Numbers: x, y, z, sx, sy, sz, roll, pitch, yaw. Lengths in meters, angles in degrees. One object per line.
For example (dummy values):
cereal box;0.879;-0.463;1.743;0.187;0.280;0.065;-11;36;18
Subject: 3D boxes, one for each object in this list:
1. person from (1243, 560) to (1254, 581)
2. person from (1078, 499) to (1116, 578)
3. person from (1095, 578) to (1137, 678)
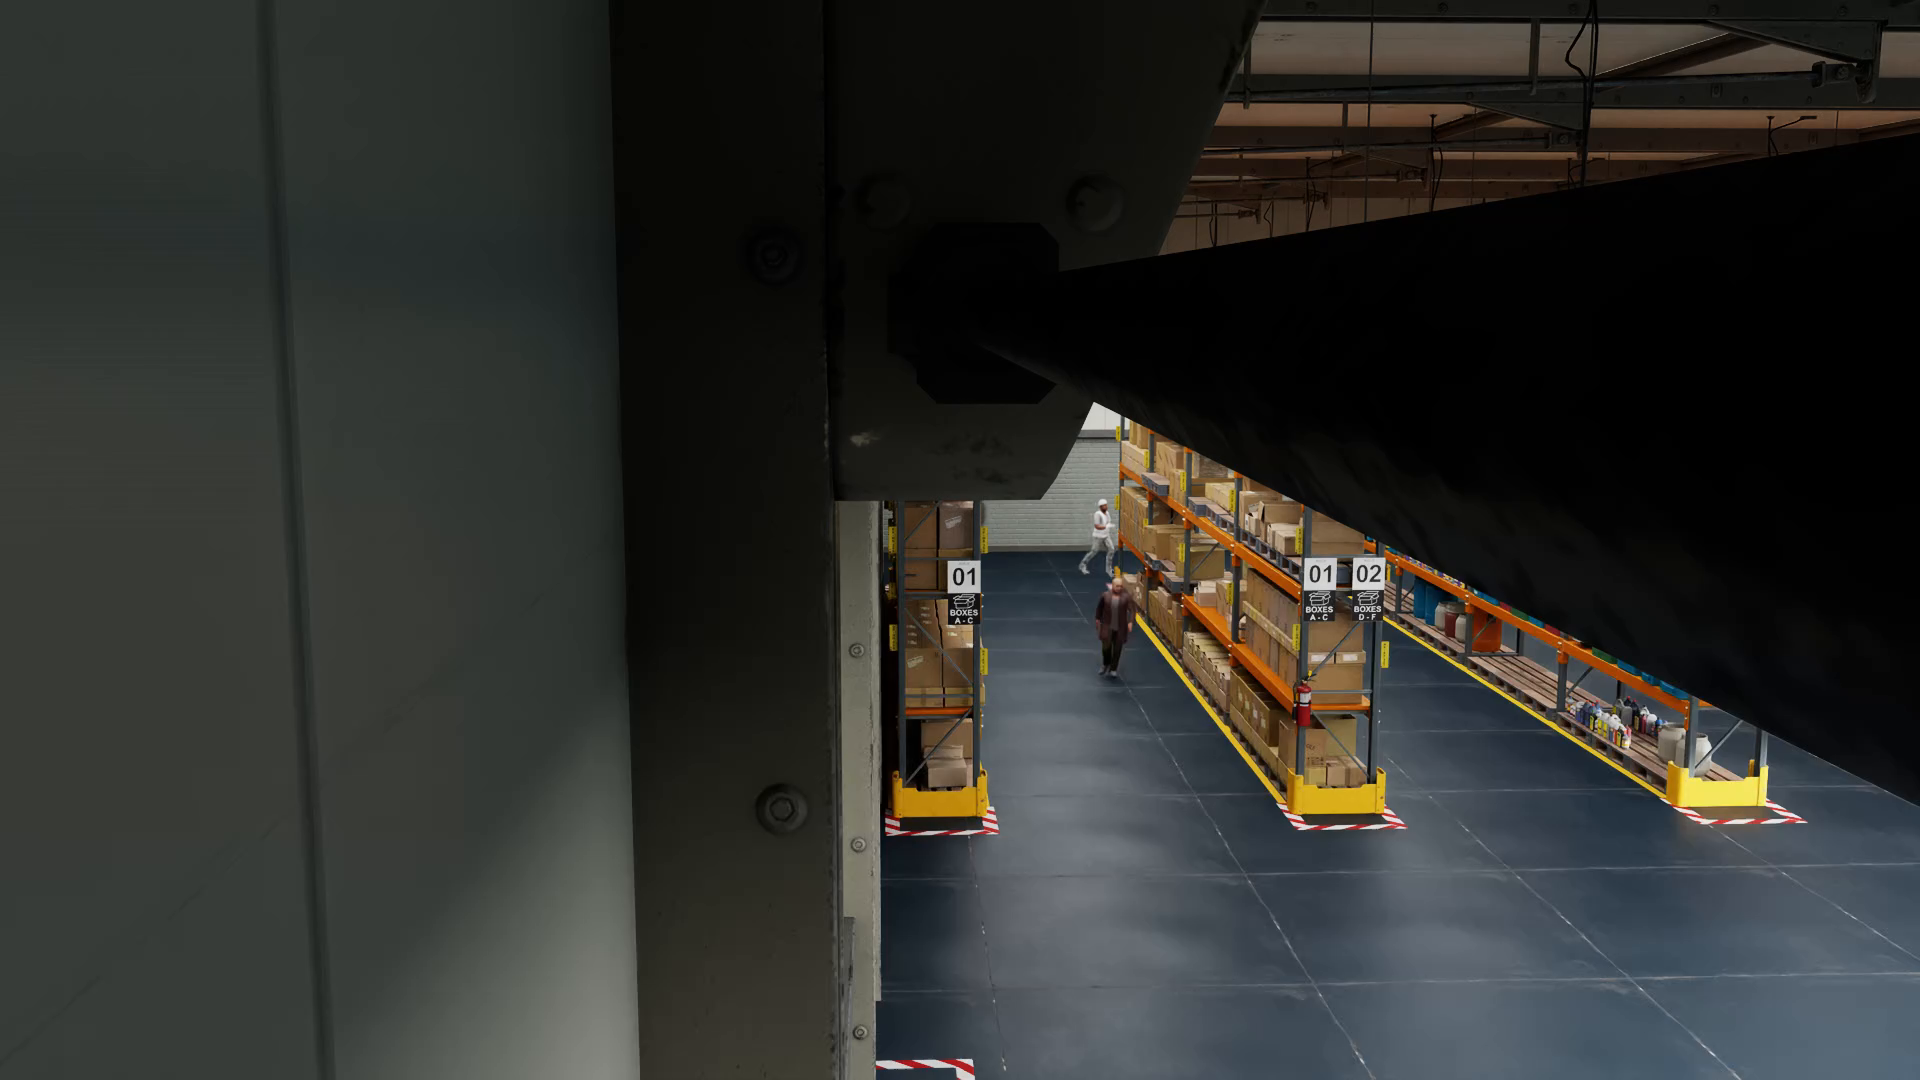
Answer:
person;5.713;0.809;32.682;0.558;1.585;0.729;0;8;2
person;3.205;-0.042;38.186;0.922;1.832;0.705;5;10;33
person;2.593;1.478;27.757;0.699;1.731;0.815;1;8;5
